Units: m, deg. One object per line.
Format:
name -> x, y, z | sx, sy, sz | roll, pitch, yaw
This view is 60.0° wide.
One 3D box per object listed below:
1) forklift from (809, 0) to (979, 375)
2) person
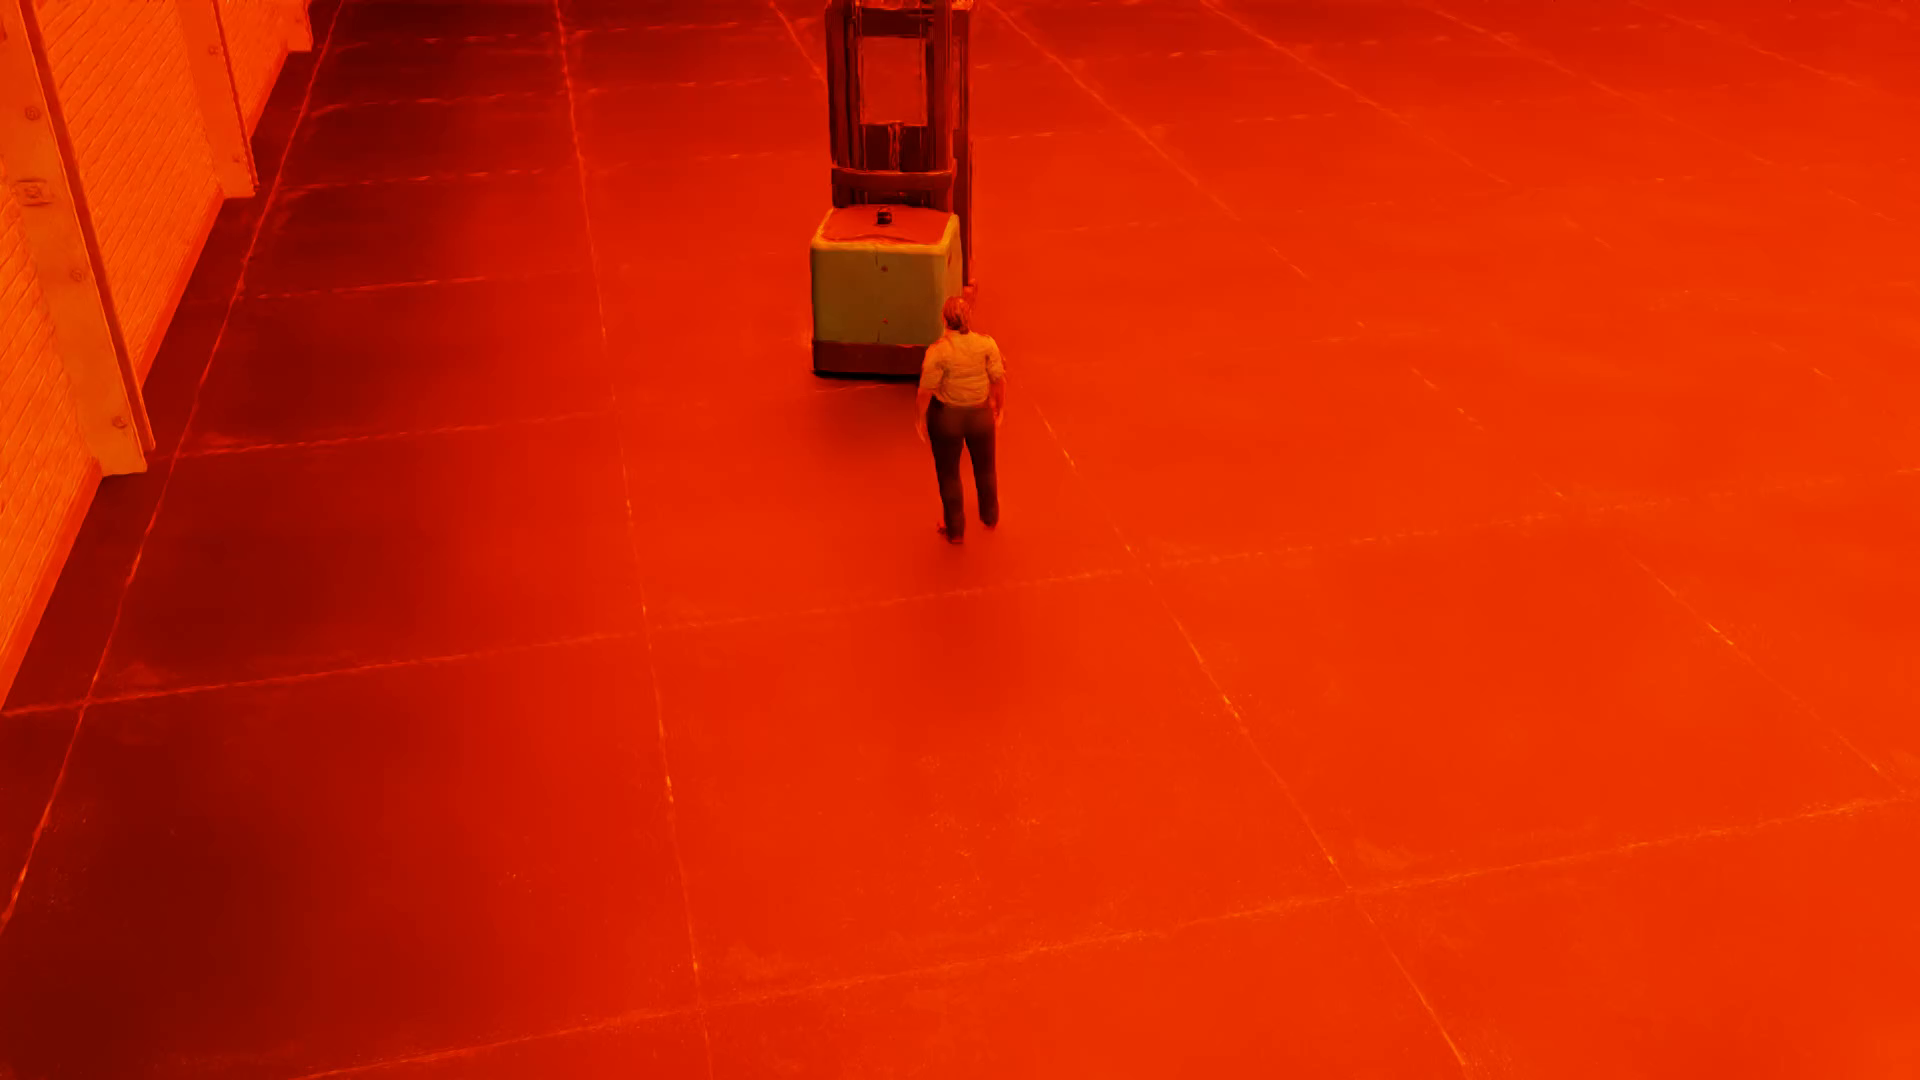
forklift -> -0.438, -3.214, 13.126 | 1.130, 2.935, 3.031 | 3, 30, 6
person -> 0.001, -0.766, 10.164 | 0.599, 1.650, 0.502 | -7, 31, -12
